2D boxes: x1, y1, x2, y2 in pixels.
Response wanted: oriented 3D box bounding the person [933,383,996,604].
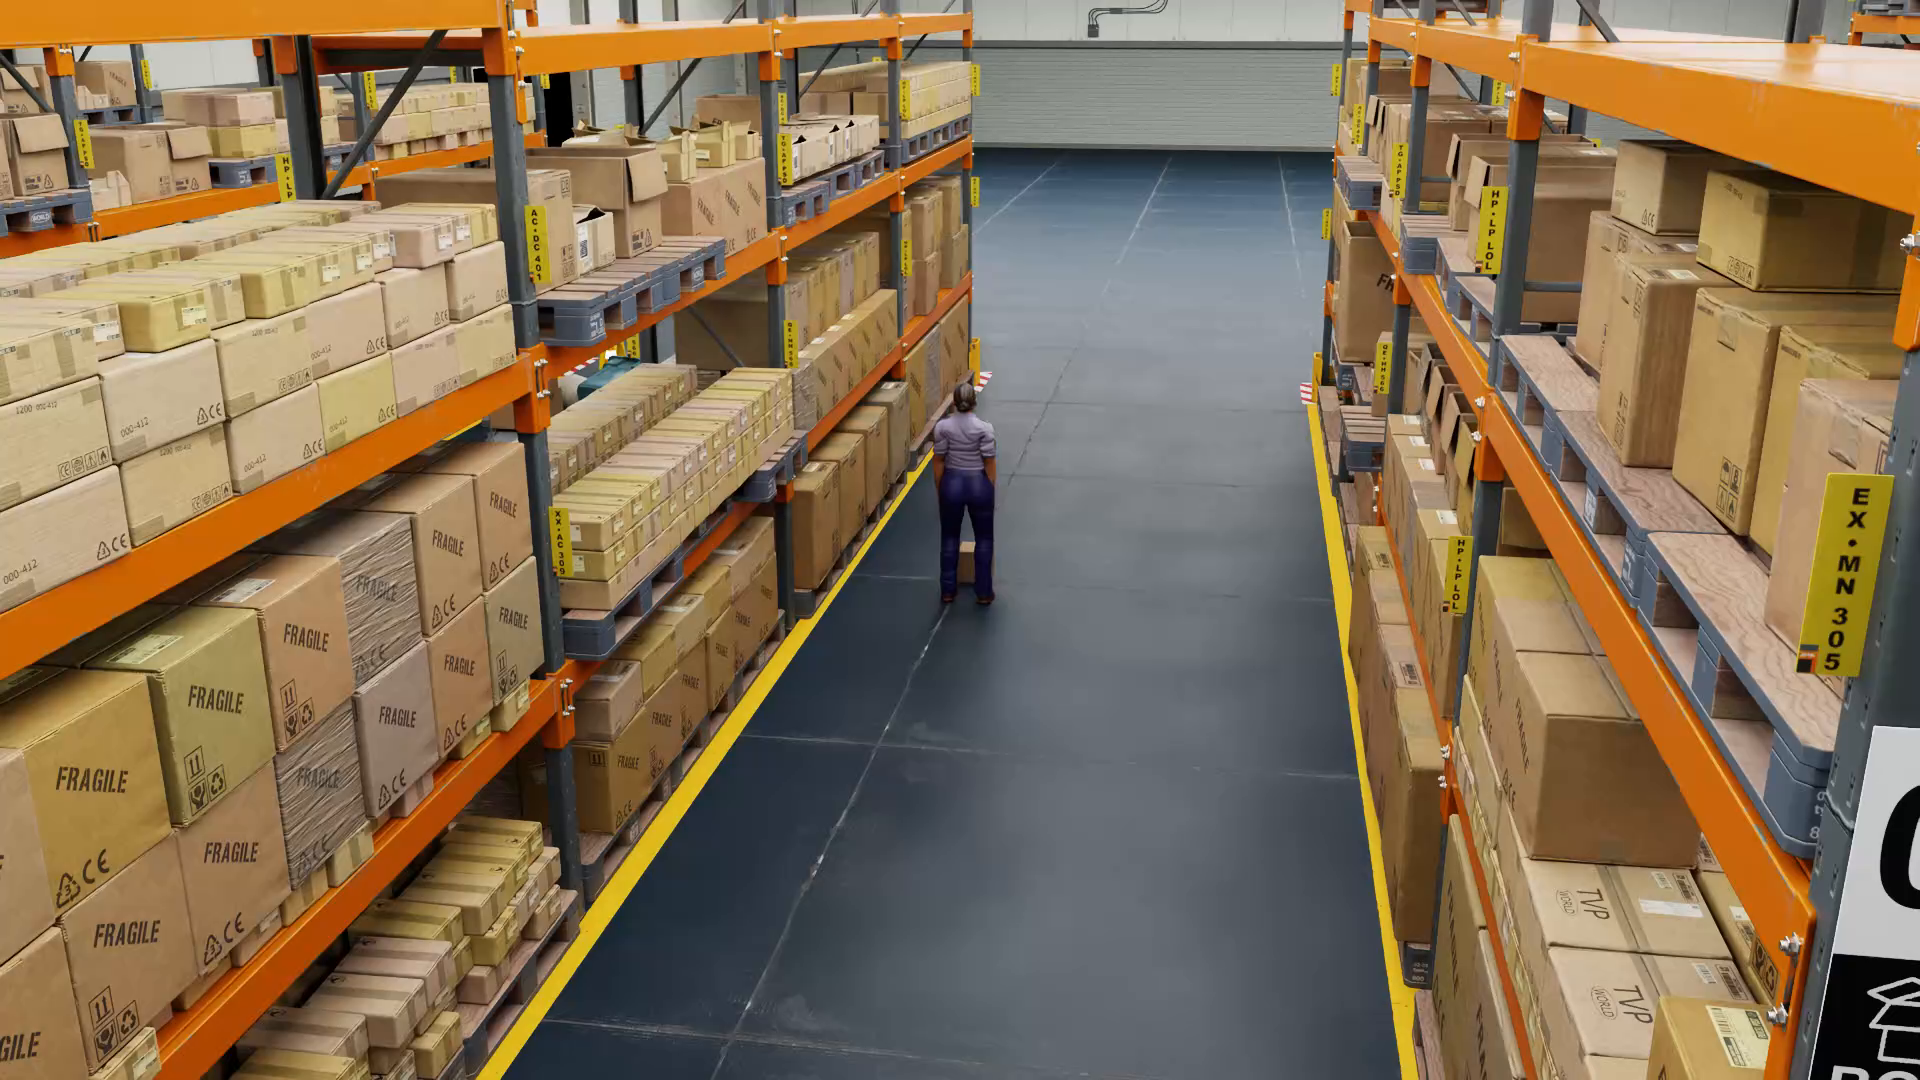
[{"bbox_3d":[0.037,-0.344,12.146,0.468,1.645,0.342,3,18,10],"label":"person"}]
